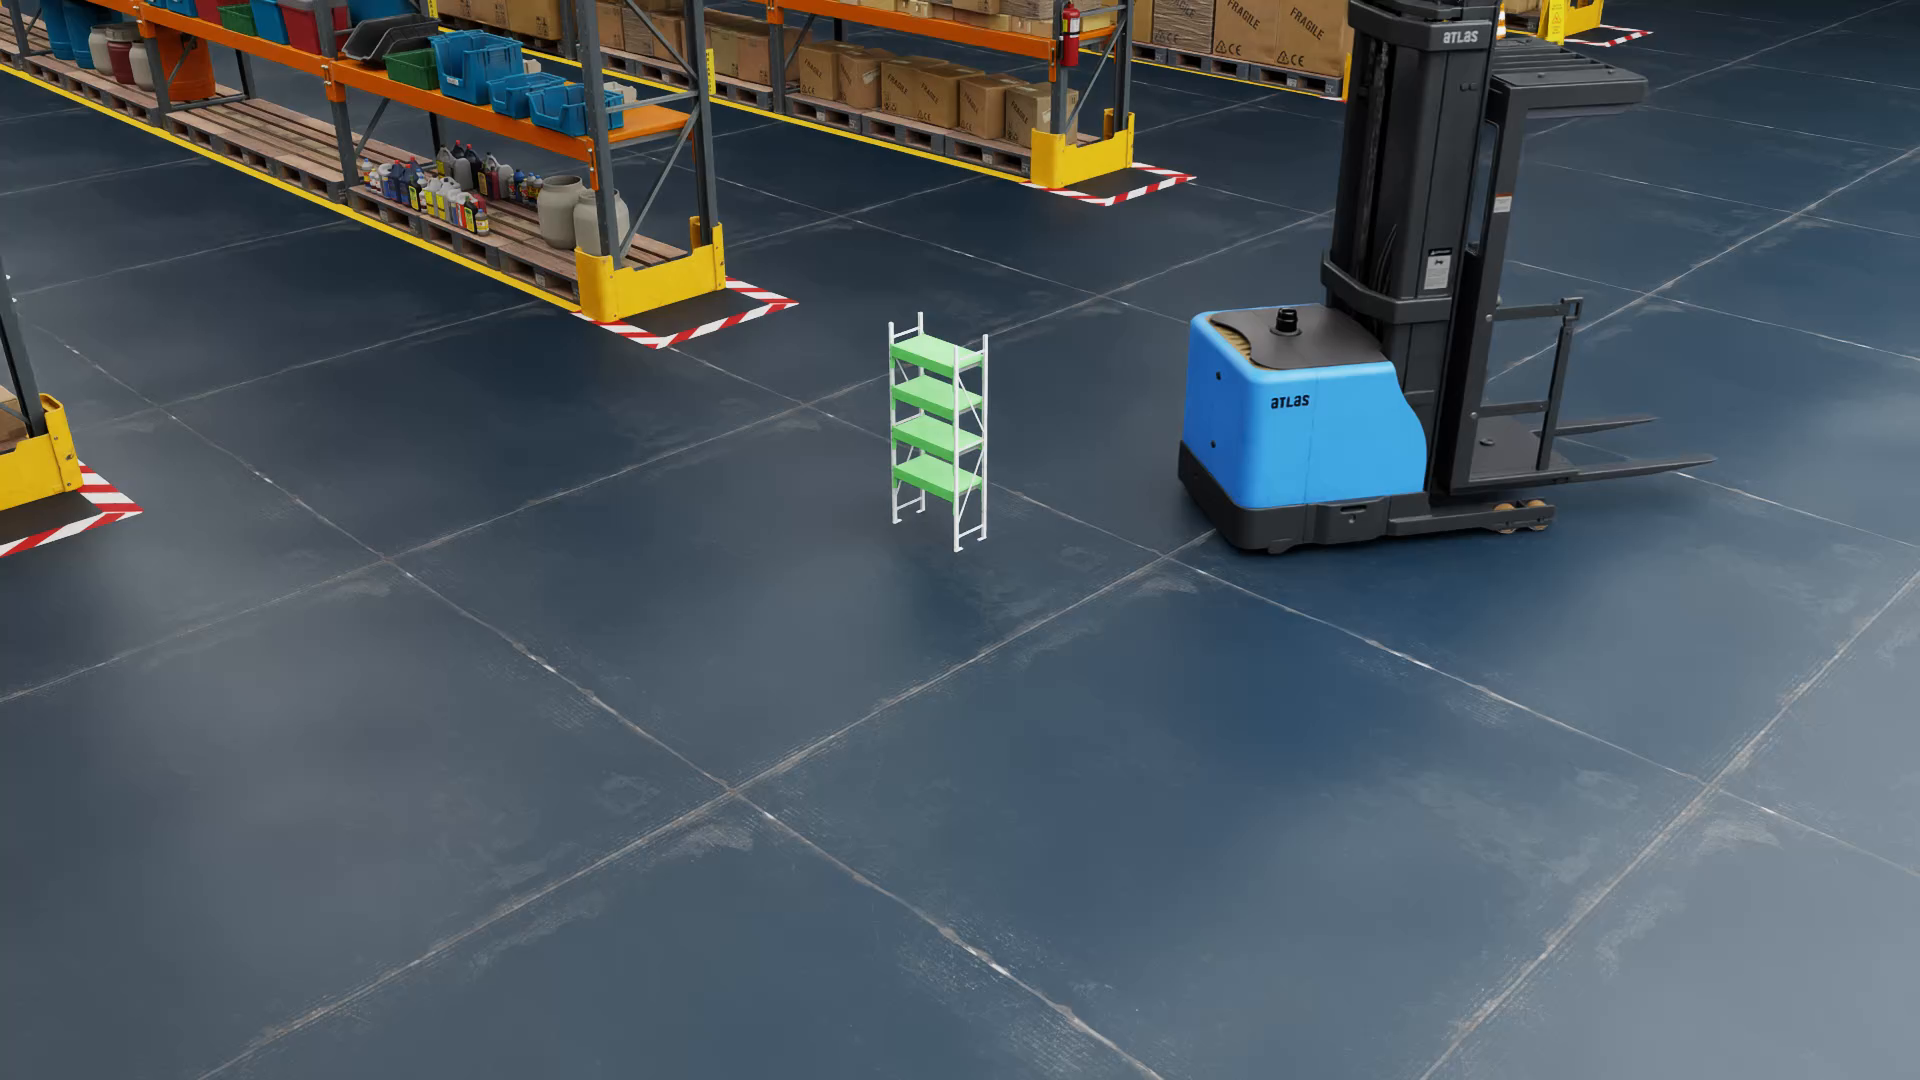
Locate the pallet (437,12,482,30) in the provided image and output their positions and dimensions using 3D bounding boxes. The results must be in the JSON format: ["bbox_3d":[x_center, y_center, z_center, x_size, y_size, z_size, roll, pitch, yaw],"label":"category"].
[{"bbox_3d":[-6.732,-7.262,22.833,1.213,0.211,1.003,25,36,38],"label":"pallet"}]

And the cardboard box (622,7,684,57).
[{"bbox_3d":[-3.586,-6.117,19.873,0.500,0.500,0.700,21,34,34],"label":"cardboard box"}]

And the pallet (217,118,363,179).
[{"bbox_3d":[-6.564,-3.876,16.394,1.213,0.211,1.003,25,36,38],"label":"pallet"}]

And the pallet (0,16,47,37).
[{"bbox_3d":[-12.233,-6.470,21.327,1.213,0.211,1.003,25,36,38],"label":"pallet"}]

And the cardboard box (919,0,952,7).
[{"bbox_3d":[0.082,-5.472,16.007,0.500,0.500,0.875,25,36,38],"label":"cardboard box"}]

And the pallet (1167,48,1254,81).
[{"bbox_3d":[3.281,-5.819,20.089,1.213,0.211,1.003,25,36,38],"label":"pallet"}]

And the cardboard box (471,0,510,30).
[{"bbox_3d":[-5.590,-7.188,21.529,0.875,0.875,1.225,25,36,39],"label":"cardboard box"}]

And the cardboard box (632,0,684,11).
[{"bbox_3d":[-3.598,-6.459,19.718,0.500,0.250,0.500,-21,34,-34],"label":"cardboard box"}]

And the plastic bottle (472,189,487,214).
[{"bbox_3d":[-3.953,-2.736,13.677,0.133,0.283,0.061,25,36,38],"label":"plastic bottle"}]

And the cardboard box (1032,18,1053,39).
[{"bbox_3d":[0.874,-4.720,15.274,0.250,0.149,0.380,25,36,38],"label":"cardboard box"}]

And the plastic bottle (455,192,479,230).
[{"bbox_3d":[-4.028,-2.698,13.611,0.135,0.276,0.152,25,37,39],"label":"plastic bottle"}]

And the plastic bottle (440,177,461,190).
[{"bbox_3d":[-4.294,-2.914,14.022,0.135,0.276,0.152,25,36,38],"label":"plastic bottle"}]

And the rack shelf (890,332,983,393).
[{"bbox_3d":[-0.118,-0.953,8.880,0.480,0.148,0.258,25,36,38],"label":"rack shelf"}]

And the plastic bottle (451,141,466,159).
[{"bbox_3d":[-4.441,-3.376,14.821,0.185,0.351,0.144,23,36,37],"label":"plastic bottle"}]

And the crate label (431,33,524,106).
[{"bbox_3d":[-3.752,-3.690,13.006,0.616,0.435,0.502,25,36,38],"label":"crate label"}]

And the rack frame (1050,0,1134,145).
[{"bbox_3d":[1.222,-4.807,15.169,0.127,3.000,1.000,25,36,38],"label":"rack frame"}]

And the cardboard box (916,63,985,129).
[{"bbox_3d":[-0.095,-4.490,16.801,0.500,0.500,0.500,-21,34,-35],"label":"cardboard box"}]

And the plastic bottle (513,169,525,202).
[{"bbox_3d":[-3.785,-3.056,14.298,0.097,0.271,0.097,0,28,0],"label":"plastic bottle"}]

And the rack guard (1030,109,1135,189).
[{"bbox_3d":[1.168,-3.725,15.798,0.348,0.500,1.175,25,36,38],"label":"rack guard"}]

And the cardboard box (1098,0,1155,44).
[{"bbox_3d":[2.319,-6.742,20.681,0.875,0.875,0.875,-25,36,-38],"label":"cardboard box"}]

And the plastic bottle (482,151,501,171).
[{"bbox_3d":[-4.074,-3.208,14.502,0.185,0.351,0.144,24,36,38],"label":"plastic bottle"}]

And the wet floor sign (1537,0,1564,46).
[{"bbox_3d":[7.555,-6.637,21.178,0.267,0.644,0.232,-13,30,-22],"label":"wet floor sign"}]

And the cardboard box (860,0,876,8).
[{"bbox_3d":[-0.779,-5.431,16.626,0.250,0.149,0.380,25,36,38],"label":"cardboard box"}]

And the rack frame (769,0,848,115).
[{"bbox_3d":[-1.630,-6.112,17.651,0.127,3.000,1.000,25,36,38],"label":"rack frame"}]

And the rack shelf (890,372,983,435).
[{"bbox_3d":[-0.118,-0.741,8.992,0.480,0.148,0.258,25,36,38],"label":"rack shelf"}]

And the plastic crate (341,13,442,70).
[{"bbox_3d":[-4.818,-4.228,14.134,0.504,0.338,0.767,25,36,38],"label":"plastic crate"}]

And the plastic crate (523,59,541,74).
[{"bbox_3d":[-3.767,-3.906,13.739,0.437,0.136,0.530,25,36,38],"label":"plastic crate"}]

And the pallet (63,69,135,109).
[{"bbox_3d":[-9.412,-5.181,18.876,1.213,0.211,1.003,25,36,38],"label":"pallet"}]

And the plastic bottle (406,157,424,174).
[{"bbox_3d":[-4.717,-3.137,14.367,0.185,0.351,0.144,25,36,38],"label":"plastic bottle"}]

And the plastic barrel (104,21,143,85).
[{"bbox_3d":[-9.121,-5.415,18.464,0.708,0.588,0.600,25,36,38],"label":"plastic barrel"}]

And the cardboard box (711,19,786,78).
[{"bbox_3d":[-2.380,-5.570,18.833,0.500,0.500,0.700,24,36,38],"label":"cardboard box"}]

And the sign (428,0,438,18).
[{"bbox_3d":[-4.709,-4.770,14.801,0.005,0.325,0.100,25,36,38],"label":"sign"}]

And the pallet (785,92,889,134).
[{"bbox_3d":[-1.126,-4.671,17.906,1.213,0.211,1.003,25,36,38],"label":"pallet"}]

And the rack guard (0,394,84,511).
[{"bbox_3d":[-5.709,-0.406,9.486,0.348,0.500,1.175,25,36,38],"label":"rack guard"}]

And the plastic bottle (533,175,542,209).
[{"bbox_3d":[-3.569,-2.957,14.110,0.097,0.271,0.097,0,28,0],"label":"plastic bottle"}]

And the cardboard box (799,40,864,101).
[{"bbox_3d":[-1.373,-5.048,17.862,0.500,0.500,0.500,23,36,37],"label":"cardboard box"}]

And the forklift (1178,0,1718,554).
[{"bbox_3d":[2.857,-1.565,9.077,3.031,2.935,1.130,-6,28,-11],"label":"forklift"}]

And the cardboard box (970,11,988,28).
[{"bbox_3d":[0.315,-4.953,15.717,0.250,0.149,0.380,25,36,38],"label":"cardboard box"}]

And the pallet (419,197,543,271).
[{"bbox_3d":[-3.779,-2.603,13.974,1.213,0.211,1.003,25,36,38],"label":"pallet"}]

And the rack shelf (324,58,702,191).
[{"bbox_3d":[-3.676,-3.497,13.451,4.000,0.370,1.077,25,36,38],"label":"rack shelf"}]

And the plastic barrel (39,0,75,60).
[{"bbox_3d":[-10.431,-6.153,19.532,0.708,0.901,0.600,25,36,38],"label":"plastic barrel"}]

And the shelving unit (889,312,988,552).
[{"bbox_3d":[-0.118,-0.585,9.073,0.503,1.200,0.258,25,36,38],"label":"shelving unit"}]

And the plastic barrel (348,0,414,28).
[{"bbox_3d":[-5.166,-4.917,14.839,0.708,0.901,0.600,25,36,38],"label":"plastic barrel"}]

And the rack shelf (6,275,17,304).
[{"bbox_3d":[-7.152,-1.855,10.327,4.000,0.370,1.077,25,36,38],"label":"rack shelf"}]

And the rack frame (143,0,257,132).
[{"bbox_3d":[-7.955,-5.774,17.007,0.127,3.000,1.000,25,36,38],"label":"rack frame"}]

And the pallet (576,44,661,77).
[{"bbox_3d":[-3.926,-5.928,20.296,1.213,0.211,1.003,25,36,38],"label":"pallet"}]

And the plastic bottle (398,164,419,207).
[{"bbox_3d":[-4.683,-3.028,14.159,0.185,0.351,0.144,23,35,36],"label":"plastic bottle"}]

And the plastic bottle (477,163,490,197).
[{"bbox_3d":[-4.128,-3.136,14.437,0.133,0.283,0.061,25,36,38],"label":"plastic bottle"}]

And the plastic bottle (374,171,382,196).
[{"bbox_3d":[-5.038,-3.109,14.473,0.097,0.201,0.097,0,28,0],"label":"plastic bottle"}]

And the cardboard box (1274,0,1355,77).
[{"bbox_3d":[4.242,-5.865,19.012,0.875,0.875,0.875,25,37,39],"label":"cardboard box"}]

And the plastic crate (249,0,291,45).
[{"bbox_3d":[-6.107,-4.718,15.017,0.575,0.384,0.392,25,36,38],"label":"plastic crate"}]

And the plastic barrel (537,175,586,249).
[{"bbox_3d":[-3.131,-2.601,13.195,0.421,0.512,0.421,0,28,0],"label":"plastic barrel"}]

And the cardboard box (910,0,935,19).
[{"bbox_3d":[-0.269,-5.175,16.138,0.250,0.149,0.380,25,36,38],"label":"cardboard box"}]

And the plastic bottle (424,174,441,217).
[{"bbox_3d":[-4.380,-2.889,13.895,0.185,0.351,0.144,24,36,38],"label":"plastic bottle"}]

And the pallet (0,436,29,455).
[{"bbox_3d":[-6.300,-0.522,10.016,1.213,0.211,1.003,25,36,38],"label":"pallet"}]

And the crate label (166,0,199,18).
[{"bbox_3d":[-7.436,-5.375,16.212,0.616,0.435,0.502,25,36,38],"label":"crate label"}]
